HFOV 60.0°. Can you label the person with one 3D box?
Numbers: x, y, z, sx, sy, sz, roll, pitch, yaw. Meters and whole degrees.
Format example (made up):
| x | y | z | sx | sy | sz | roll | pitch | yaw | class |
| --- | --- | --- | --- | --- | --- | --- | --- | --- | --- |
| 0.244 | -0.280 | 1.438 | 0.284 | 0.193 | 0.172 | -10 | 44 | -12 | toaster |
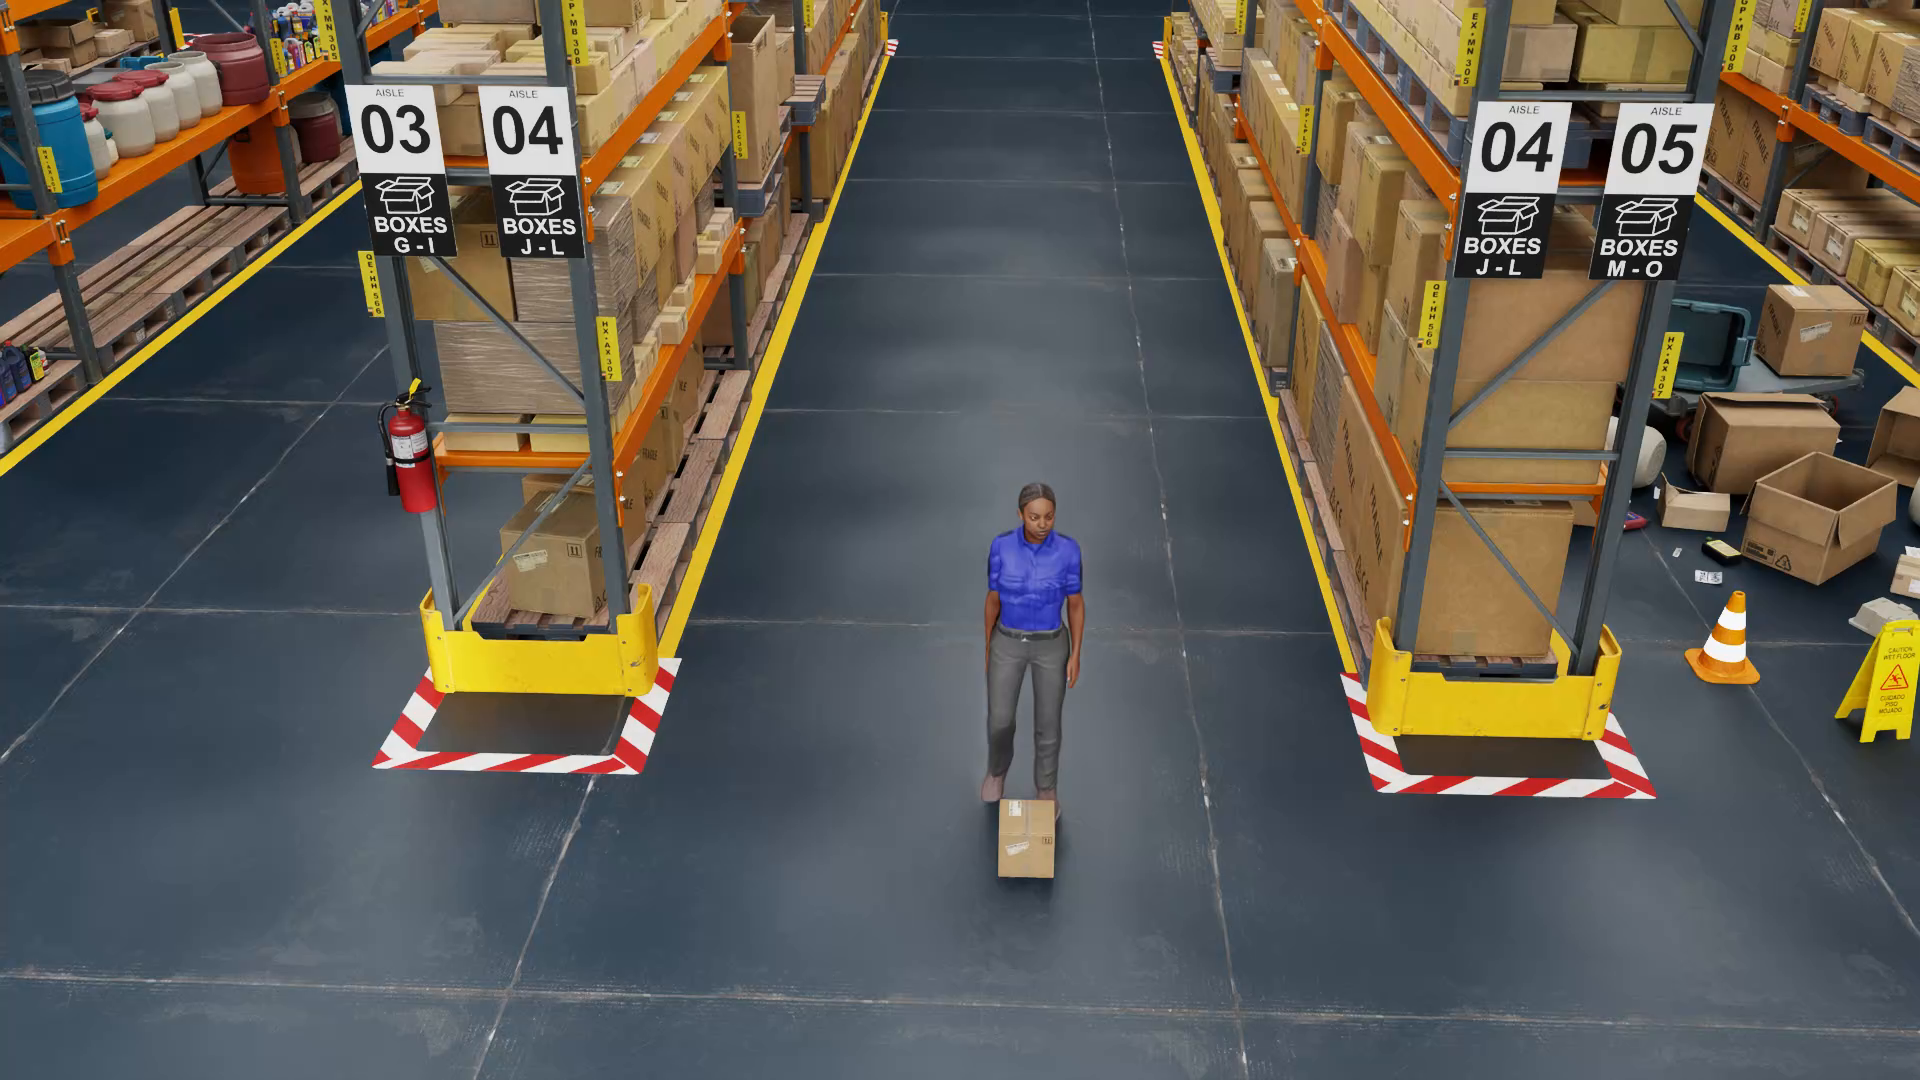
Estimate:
| x | y | z | sx | sy | sz | roll | pitch | yaw | class |
| --- | --- | --- | --- | --- | --- | --- | --- | --- | --- |
| 0.328 | 0.544 | 7.666 | 0.471 | 1.729 | 0.379 | 1 | 28 | 3 | person |
